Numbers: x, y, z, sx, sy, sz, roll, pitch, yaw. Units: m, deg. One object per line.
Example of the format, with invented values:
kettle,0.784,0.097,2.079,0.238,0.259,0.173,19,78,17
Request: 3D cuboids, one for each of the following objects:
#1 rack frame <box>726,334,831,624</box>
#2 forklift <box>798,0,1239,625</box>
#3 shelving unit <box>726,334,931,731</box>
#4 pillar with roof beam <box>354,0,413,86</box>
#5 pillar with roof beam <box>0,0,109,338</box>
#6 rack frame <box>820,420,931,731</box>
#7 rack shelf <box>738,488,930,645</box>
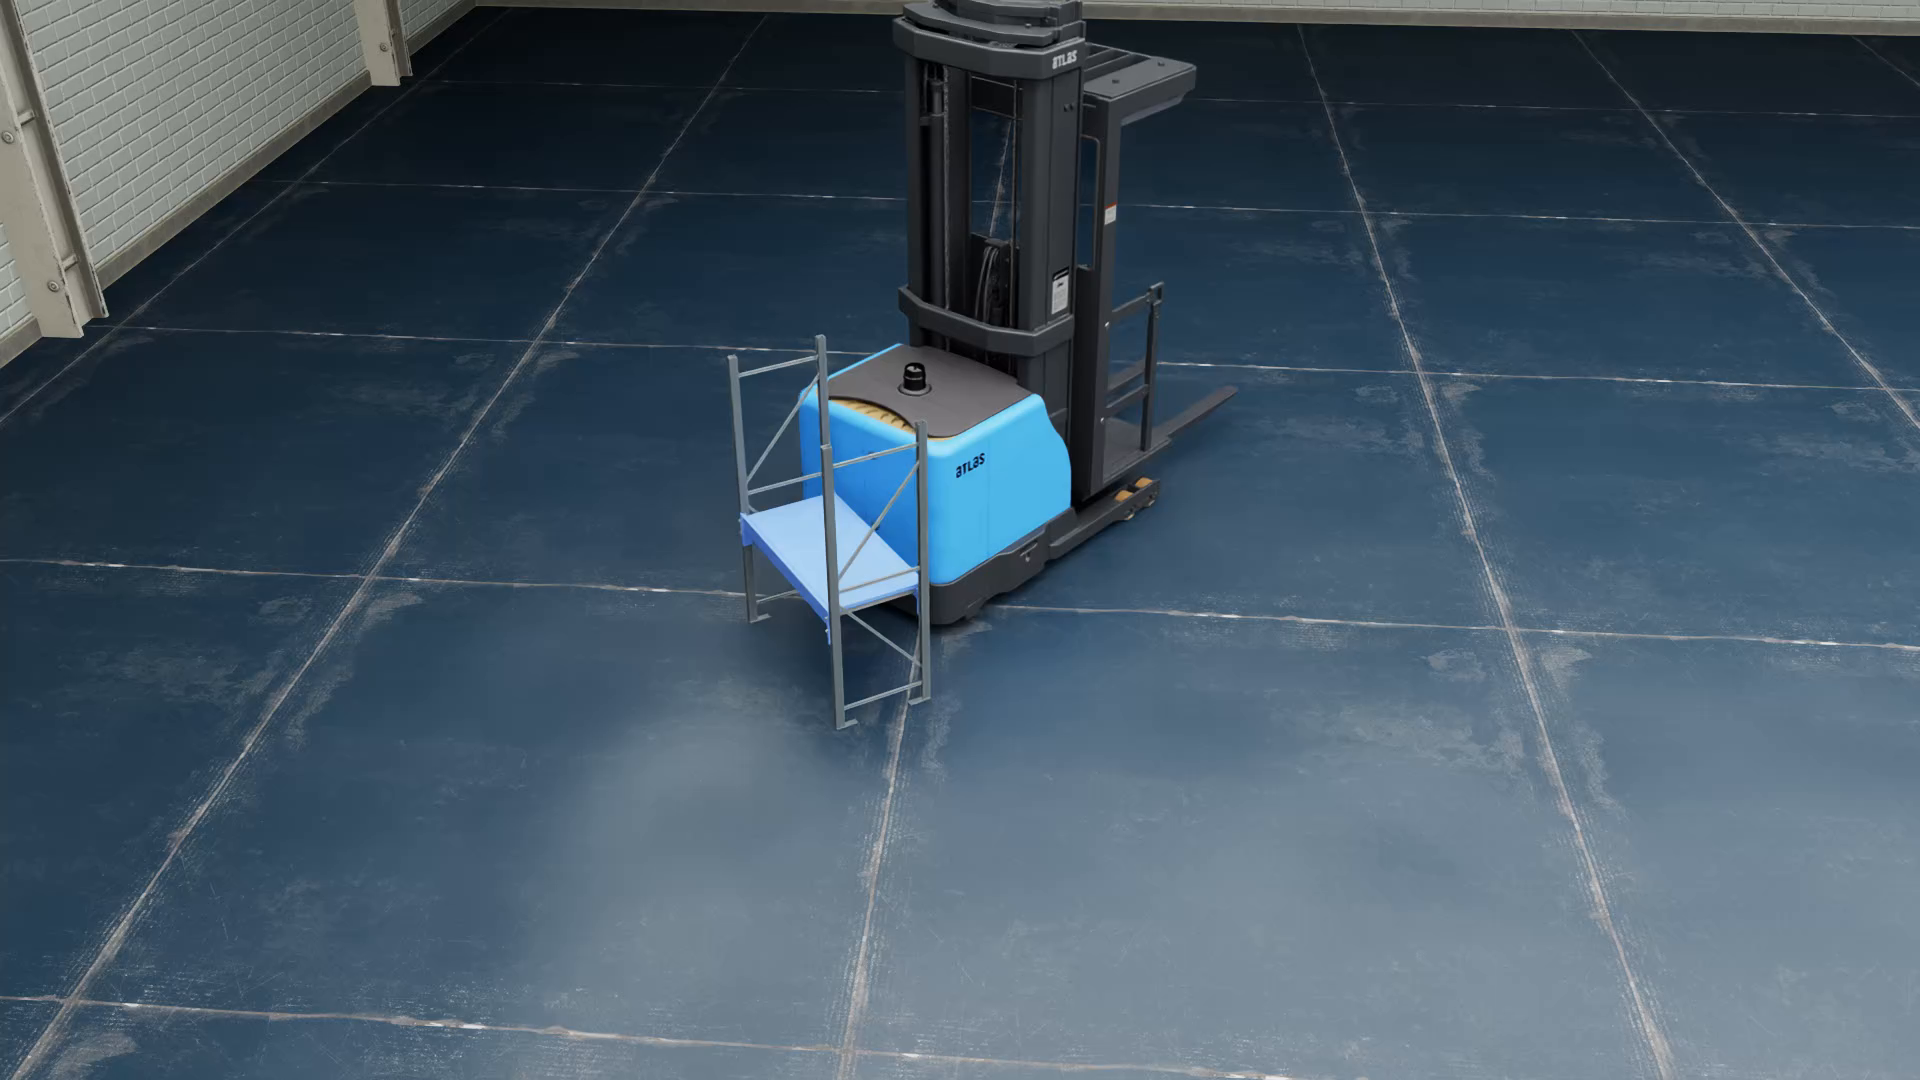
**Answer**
rack frame,-0.869,-0.279,8.273,0.500,1.500,0.032,-17,35,-25
forklift,0.500,-1.515,8.915,1.130,2.935,3.031,24,39,34
shelving unit,-0.618,-0.047,7.897,0.538,1.500,1.048,-17,35,-25
pillar with roof beam,-1.456,-8.295,14.132,9.100,9.000,0.400,2,32,4
pillar with roof beam,-1.944,-5.157,9.041,9.100,9.000,0.400,2,32,4
rack frame,-0.367,0.185,7.521,0.500,1.500,0.032,-17,35,-25
rack shelf,-0.618,0.106,7.991,0.538,0.185,1.000,-17,35,-25
